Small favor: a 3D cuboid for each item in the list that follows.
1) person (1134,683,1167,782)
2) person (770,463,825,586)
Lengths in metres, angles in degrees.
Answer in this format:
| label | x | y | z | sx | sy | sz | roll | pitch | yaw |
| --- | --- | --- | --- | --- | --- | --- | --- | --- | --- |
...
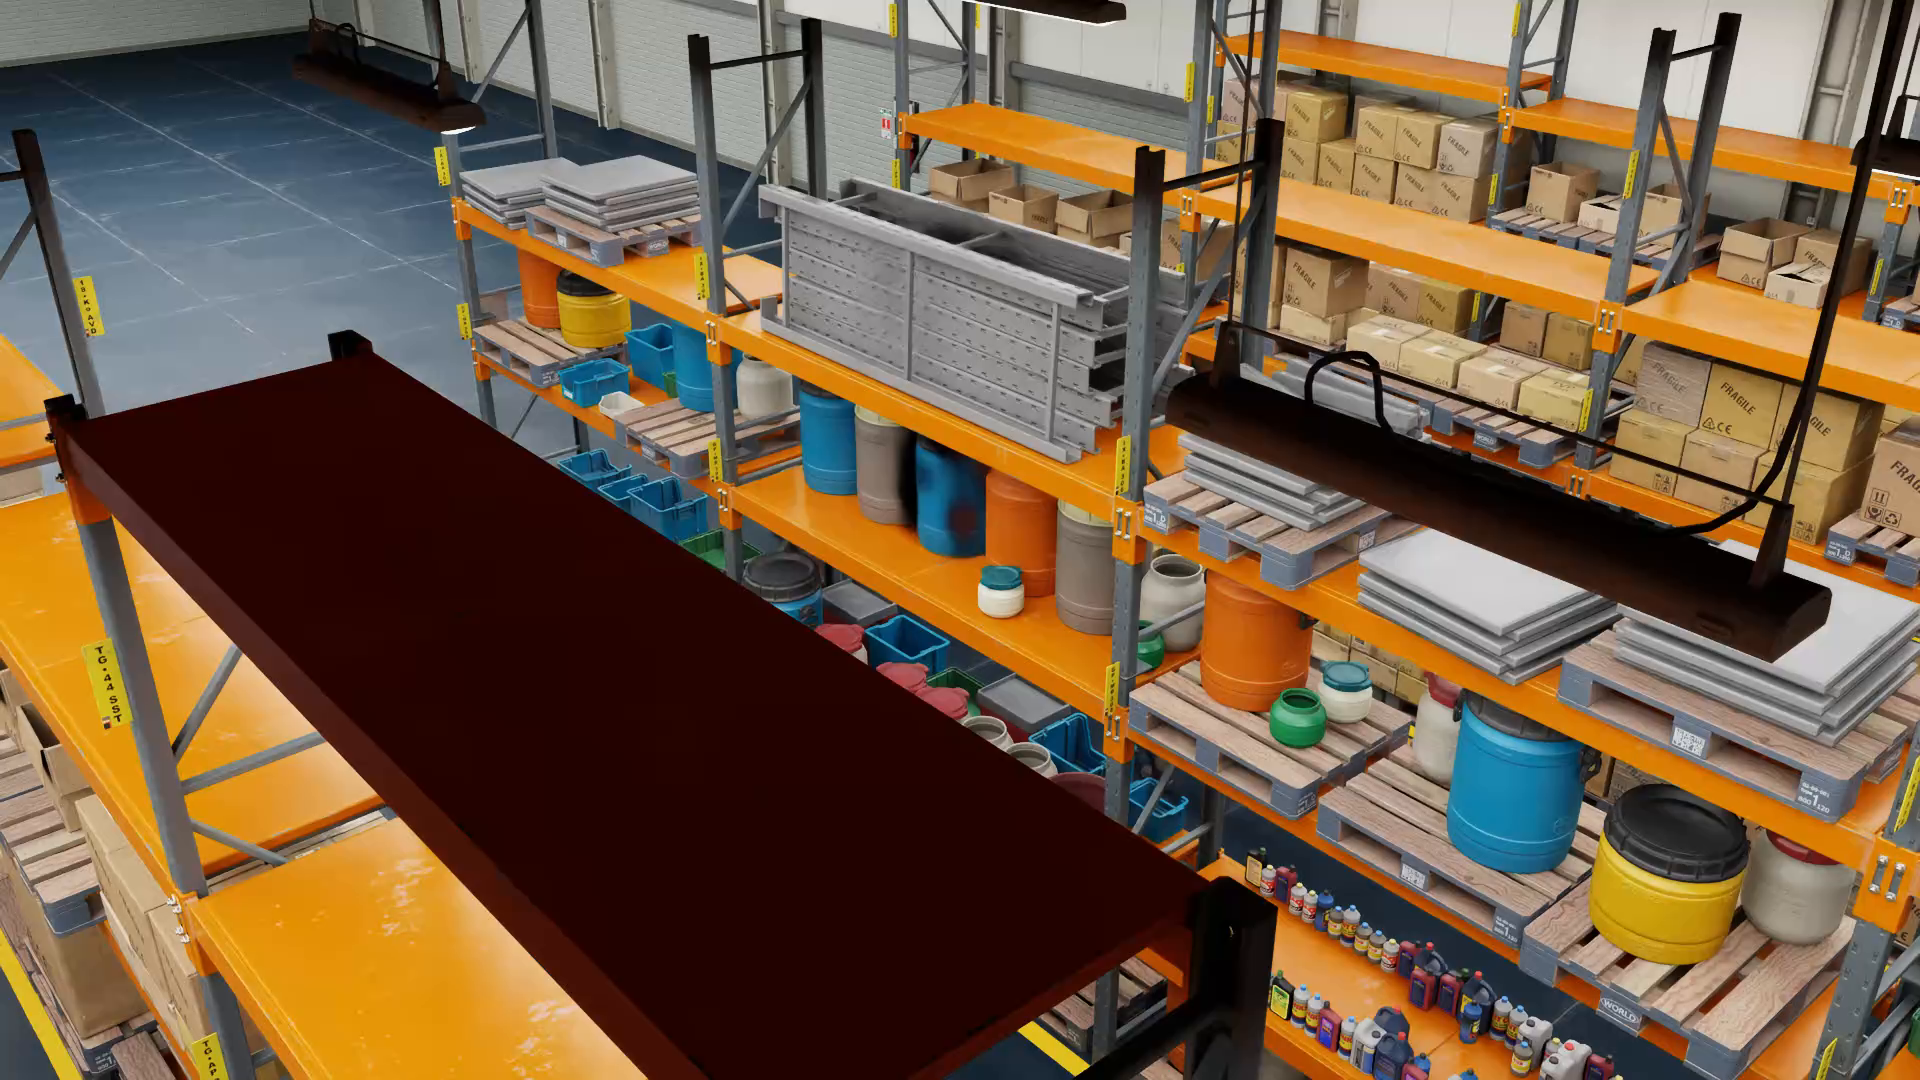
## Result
| label | x | y | z | sx | sy | sz | roll | pitch | yaw |
| --- | --- | --- | --- | --- | --- | --- | --- | --- | --- |
| person | 1.476 | 1.182 | 13.430 | 0.579 | 1.683 | 0.731 | -21 | 34 | -36 |
| person | -1.617 | -0.328 | 16.384 | 0.830 | 1.700 | 0.638 | 5 | 27 | 11 |
